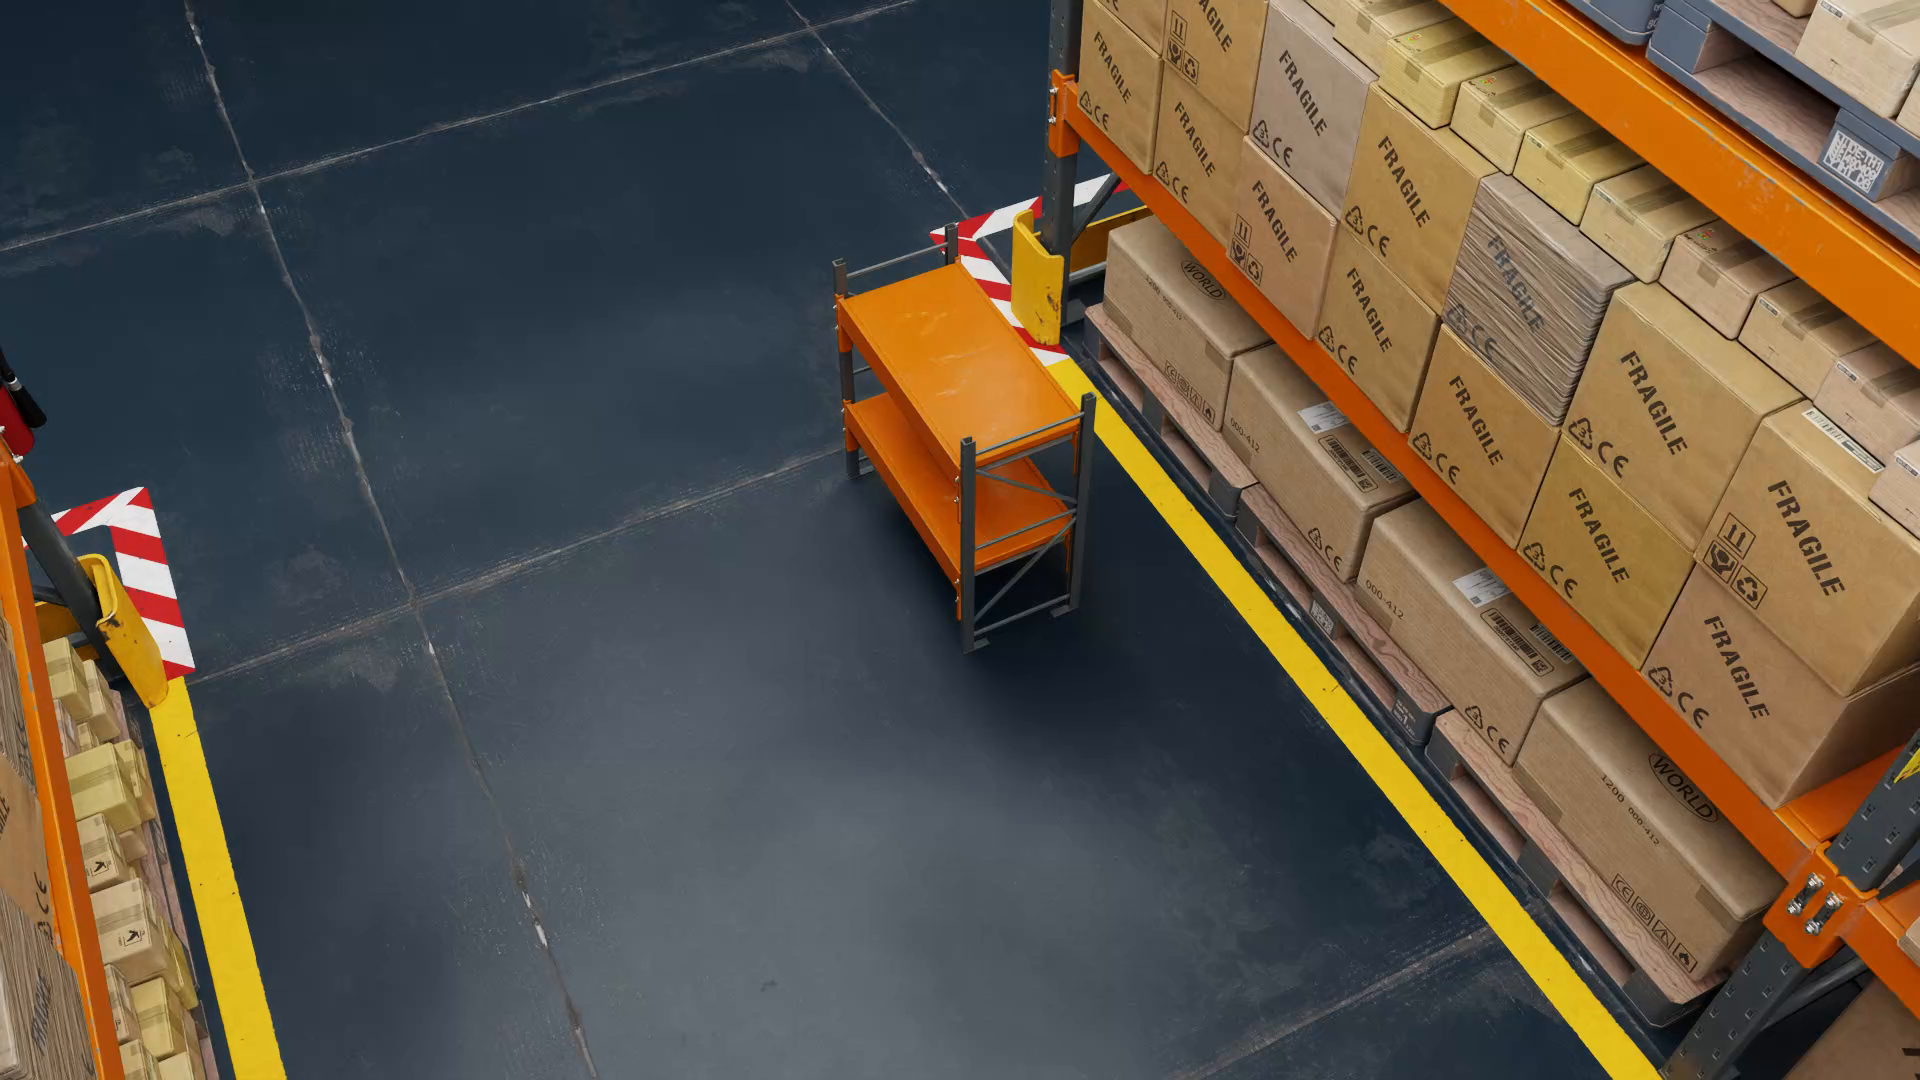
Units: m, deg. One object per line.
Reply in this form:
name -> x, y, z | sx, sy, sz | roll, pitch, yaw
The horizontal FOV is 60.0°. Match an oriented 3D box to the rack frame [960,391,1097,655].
rack frame -> 0.230, -0.035, 5.926 | 0.500, 1.125, 0.032 | -21, 52, -18

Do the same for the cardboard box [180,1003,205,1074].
cardboard box -> -2.455, 1.564, 4.897 | 0.380, 0.149, 0.250 | -20, 52, -17

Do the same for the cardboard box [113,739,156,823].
cardboard box -> -2.904, 0.858, 5.515 | 0.380, 0.149, 0.250 | -20, 52, -16

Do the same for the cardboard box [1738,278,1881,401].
cardboard box -> 2.094, -0.512, 3.936 | 0.380, 0.149, 0.250 | -21, 52, -17

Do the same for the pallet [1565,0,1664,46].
pallet -> 1.728, -1.781, 4.274 | 1.003, 0.211, 1.213 | -21, 52, -18

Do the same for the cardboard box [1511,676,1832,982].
cardboard box -> 2.456, 0.792, 5.380 | 0.875, 0.438, 0.875 | -22, 52, -18

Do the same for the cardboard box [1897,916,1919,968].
cardboard box -> 2.614, 0.979, 3.893 | 0.500, 0.250, 0.500 | -22, 52, -18

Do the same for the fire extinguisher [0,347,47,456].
fire extinguisher -> -3.243, -0.540, 5.421 | 0.296, 0.674, 0.183 | -21, 52, -18

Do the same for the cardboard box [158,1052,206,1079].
cardboard box -> -2.303, 1.639, 4.634 | 0.380, 0.149, 0.250 | -21, 52, -17

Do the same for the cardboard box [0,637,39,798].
cardboard box -> -2.632, 0.403, 4.033 | 0.500, 0.500, 0.500 | -21, 52, -17

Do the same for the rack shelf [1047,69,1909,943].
rack shelf -> 1.733, -0.558, 5.616 | 1.077, 0.370, 4.000 | -21, 52, -18

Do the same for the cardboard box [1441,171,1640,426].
cardboard box -> 1.720, -0.719, 4.548 | 0.500, 0.500, 0.500 | -21, 52, -17

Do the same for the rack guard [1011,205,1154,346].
rack guard -> 0.806, -1.326, 7.470 | 1.175, 0.500, 0.348 | -21, 52, -18

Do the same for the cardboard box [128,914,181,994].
cardboard box -> -2.555, 1.286, 4.942 | 0.380, 0.149, 0.250 | -20, 52, -17

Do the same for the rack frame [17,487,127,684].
rack frame -> -3.538, -0.360, 4.965 | 1.000, 3.000, 0.127 | -21, 52, -18

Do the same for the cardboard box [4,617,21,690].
cardboard box -> -2.791, 0.348, 4.513 | 0.380, 0.149, 0.250 | -20, 52, -17

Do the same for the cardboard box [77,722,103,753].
cardboard box -> -2.971, 0.790, 5.376 | 0.380, 0.149, 0.250 | -22, 52, -18

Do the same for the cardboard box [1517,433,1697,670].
cardboard box -> 1.968, -0.054, 4.630 | 0.500, 0.500, 0.500 | -22, 52, -18

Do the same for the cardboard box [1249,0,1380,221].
cardboard box -> 1.269, -1.391, 5.135 | 0.500, 0.500, 0.500 | -22, 52, -18

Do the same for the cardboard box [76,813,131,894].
cardboard box -> -2.713, 1.024, 4.974 | 0.380, 0.149, 0.250 | -23, 53, -19

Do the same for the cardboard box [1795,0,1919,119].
cardboard box -> 1.950, -1.026, 3.376 | 0.380, 0.149, 0.250 | -20, 52, -17

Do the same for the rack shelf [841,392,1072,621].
rack shelf -> -0.003, -0.214, 6.407 | 0.538, 0.278, 1.000 | -21, 52, -18

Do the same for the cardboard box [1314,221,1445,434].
cardboard box -> 1.499, -0.741, 5.231 | 0.500, 0.500, 0.500 | -20, 52, -16

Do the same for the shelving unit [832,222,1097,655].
shelving unit -> -0.003, -0.375, 6.223 | 0.538, 1.125, 1.048 | -21, 52, -18

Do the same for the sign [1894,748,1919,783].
sign -> 2.155, 0.425, 3.650 | 0.100, 0.325, 0.005 | -21, 52, -18

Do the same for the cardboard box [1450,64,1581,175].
cardboard box -> 1.569, -1.165, 4.507 | 0.380, 0.149, 0.250 | -21, 52, -18

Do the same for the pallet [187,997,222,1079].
pallet -> -2.608, 1.980, 4.771 | 1.003, 0.211, 1.213 | -21, 52, -18

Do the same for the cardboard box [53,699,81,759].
cardboard box -> -3.006, 0.699, 5.258 | 0.380, 0.149, 0.250 | -20, 52, -17

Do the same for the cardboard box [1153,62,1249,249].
cardboard box -> 1.038, -1.417, 5.823 | 0.500, 0.500, 0.500 | -22, 52, -18

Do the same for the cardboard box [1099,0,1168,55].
cardboard box -> 0.784, -2.076, 5.735 | 0.500, 0.500, 0.500 | -22, 52, -18

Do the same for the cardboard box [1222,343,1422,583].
cardboard box -> 1.635, -0.411, 6.432 | 0.875, 0.438, 0.875 | -20, 52, -17

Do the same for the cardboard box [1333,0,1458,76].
cardboard box -> 1.314, -1.502, 4.802 | 0.380, 0.149, 0.250 | -21, 52, -17

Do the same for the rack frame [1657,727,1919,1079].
rack frame -> 2.648, 0.544, 4.174 | 1.000, 3.000, 0.127 | -21, 52, -18

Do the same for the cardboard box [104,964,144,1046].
cardboard box -> -2.518, 1.399, 4.646 | 0.380, 0.149, 0.250 | -23, 53, -19

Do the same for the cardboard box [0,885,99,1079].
cardboard box -> -2.141, 1.089, 3.433 | 0.500, 0.500, 0.500 | -22, 52, -18

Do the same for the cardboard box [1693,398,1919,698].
cardboard box -> 2.186, -0.039, 3.953 | 0.500, 0.500, 0.500 | -22, 52, -18

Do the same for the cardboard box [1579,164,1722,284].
cardboard box -> 1.816, -0.831, 4.215 | 0.380, 0.149, 0.250 | -22, 52, -18

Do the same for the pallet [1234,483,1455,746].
pallet -> 1.807, 0.109, 6.407 | 1.003, 0.211, 1.213 | -21, 52, -18

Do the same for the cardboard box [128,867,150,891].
cardboard box -> -2.735, 1.225, 5.194 | 0.380, 0.149, 0.250 | -21, 52, -17

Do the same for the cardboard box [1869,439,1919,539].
cardboard box -> 2.224, -0.128, 3.600 | 0.380, 0.149, 0.250 | -22, 52, -18
